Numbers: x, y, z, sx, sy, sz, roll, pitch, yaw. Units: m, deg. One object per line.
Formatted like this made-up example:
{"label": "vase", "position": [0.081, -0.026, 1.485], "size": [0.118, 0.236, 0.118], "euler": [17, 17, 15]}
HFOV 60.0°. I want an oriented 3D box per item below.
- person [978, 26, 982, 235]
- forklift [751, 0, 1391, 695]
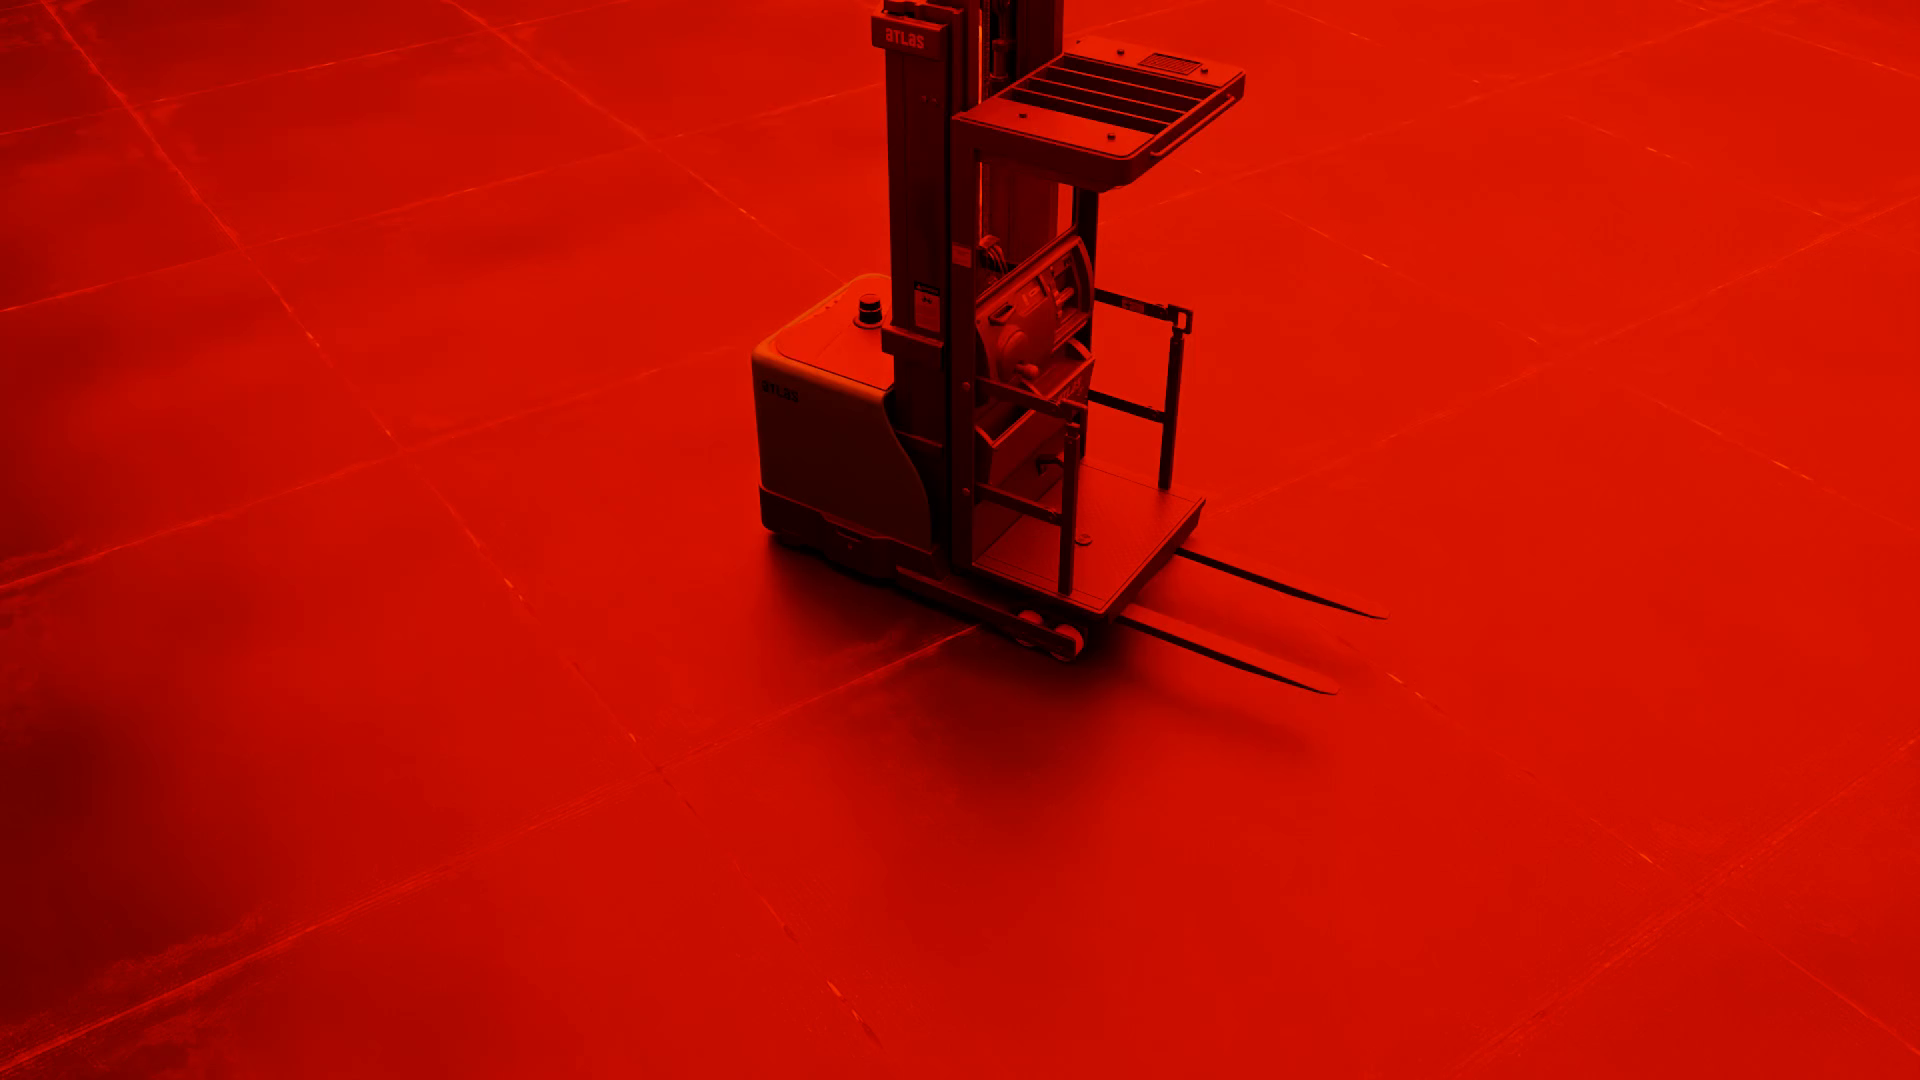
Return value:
{"label": "person", "position": [-0.094, -2.691, 10.532], "size": [0.637, 1.787, 0.564], "euler": [-17, 40, -21]}
{"label": "forklift", "position": [0.514, -0.985, 7.276], "size": [3.031, 2.935, 1.130], "euler": [21, 41, 26]}
